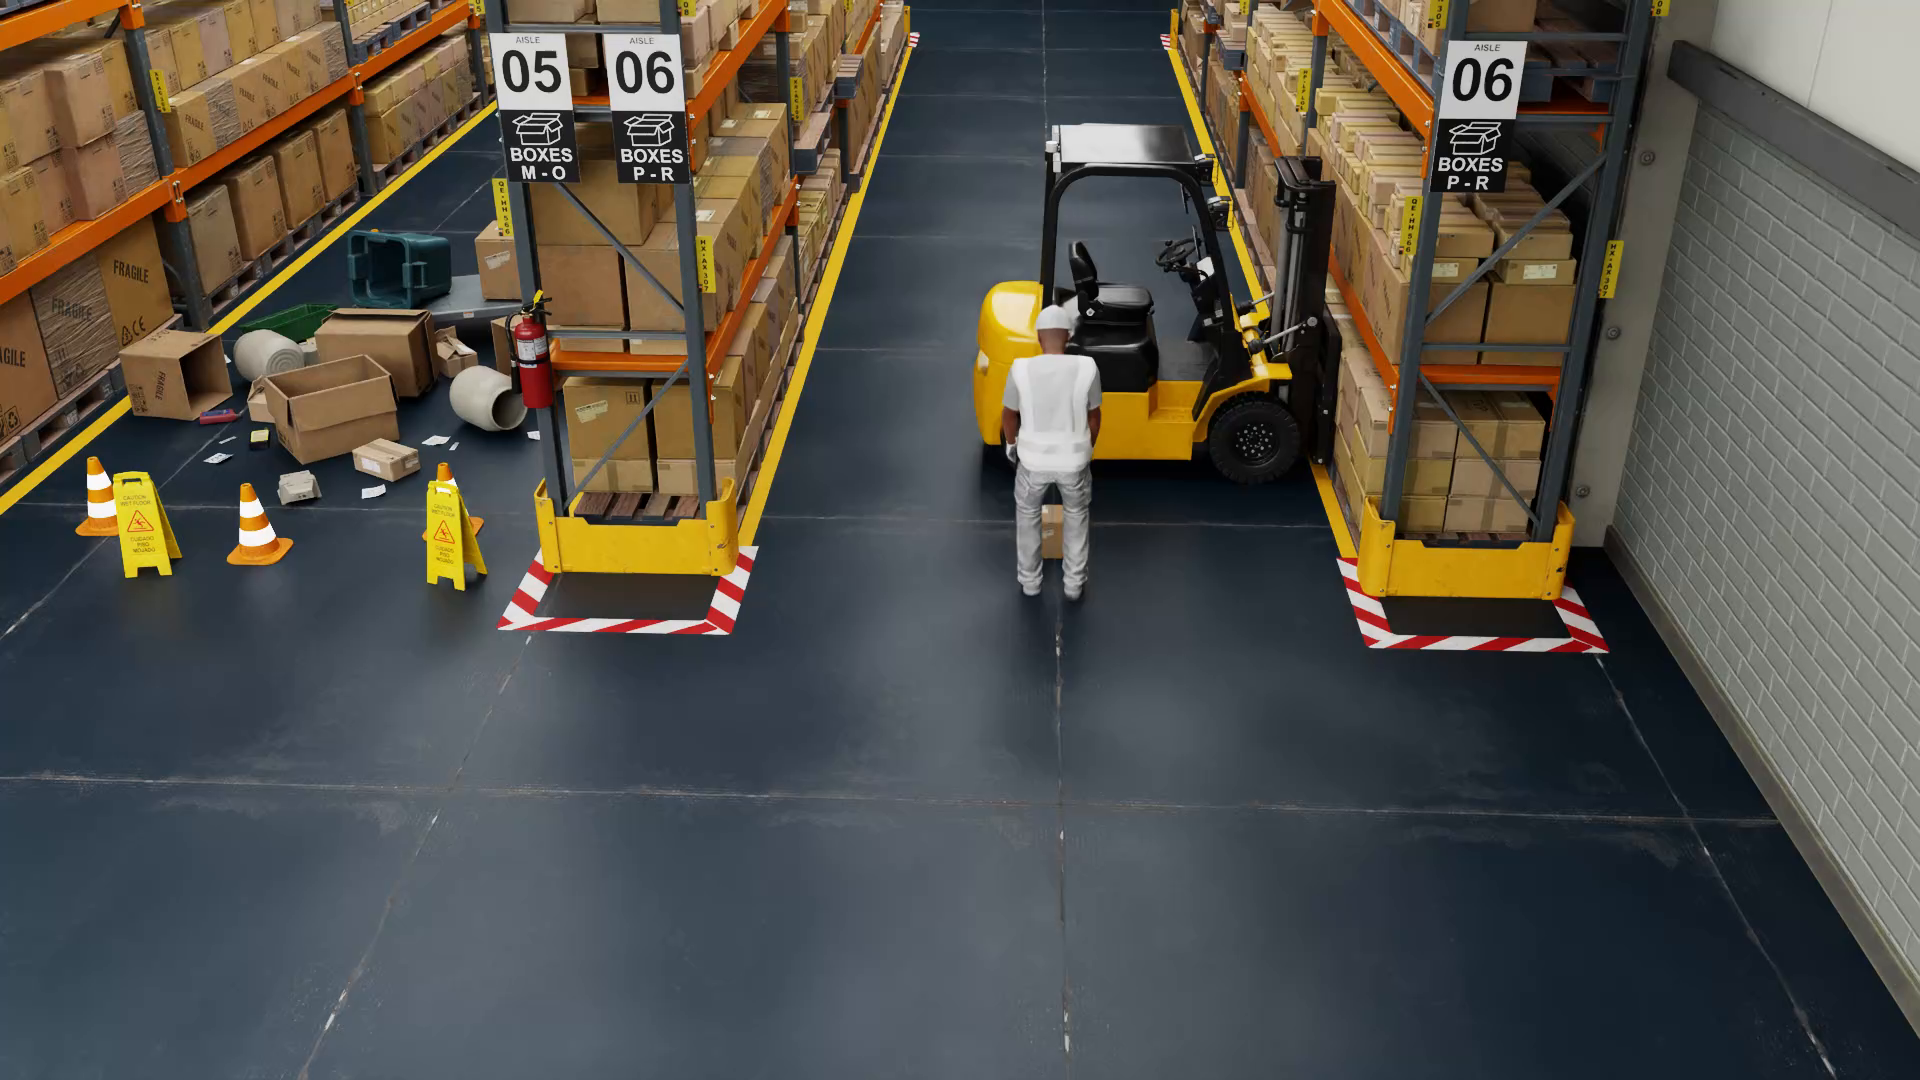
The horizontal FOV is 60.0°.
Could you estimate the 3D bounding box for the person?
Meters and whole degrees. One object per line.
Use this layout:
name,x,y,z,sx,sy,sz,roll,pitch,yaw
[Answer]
person,0.521,-0.494,9.598,0.573,1.732,0.458,2,28,3
